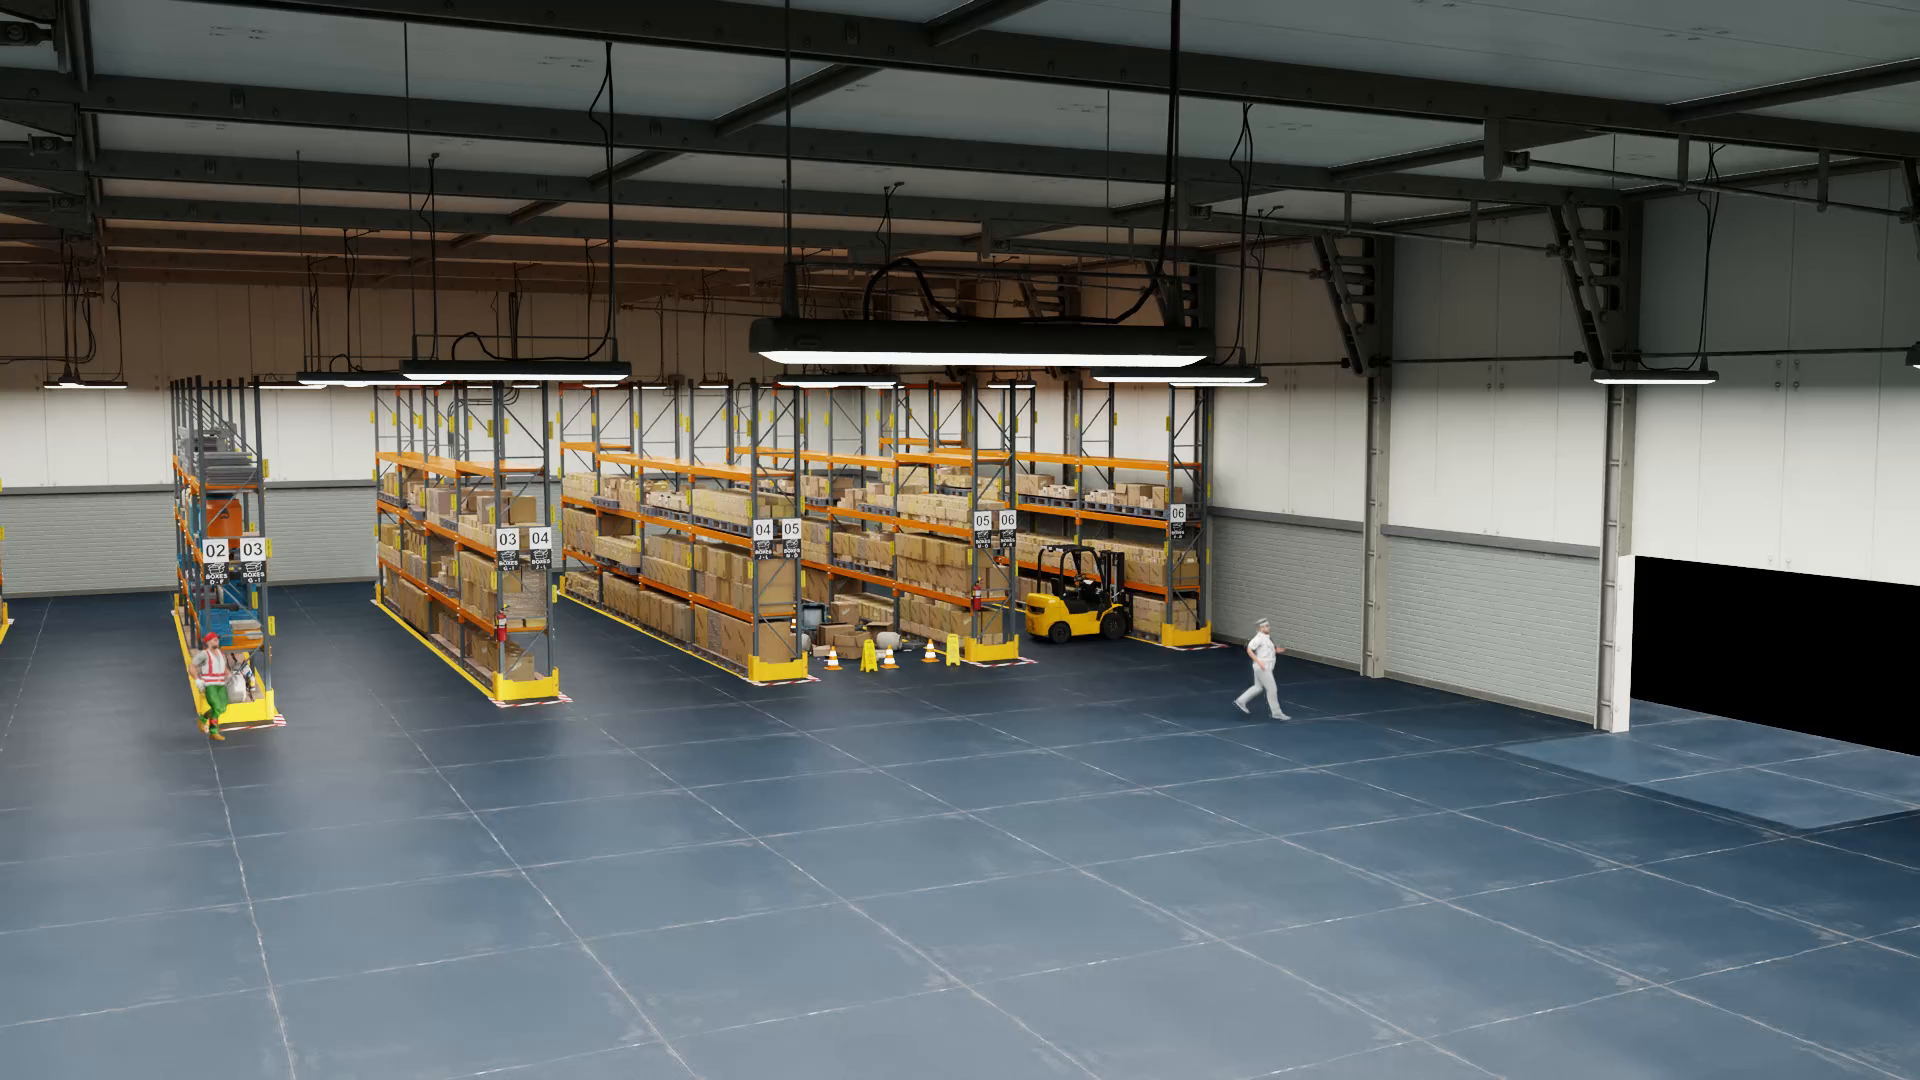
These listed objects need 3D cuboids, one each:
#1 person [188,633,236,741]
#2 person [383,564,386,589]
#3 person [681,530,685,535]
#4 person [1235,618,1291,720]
[{"bbox_3d":[-12.380,2.417,27.564,0.646,1.745,0.719,2,6,23],"label":"person"},{"bbox_3d":[-16.049,0.713,46.514,0.565,1.739,0.671,-2,6,-25],"label":"person"},{"bbox_3d":[-8.369,0.414,50.129,0.789,1.653,0.629,-2,5,-22],"label":"person"},{"bbox_3d":[5.297,2.232,29.064,0.989,1.768,0.662,1,5,14],"label":"person"}]
